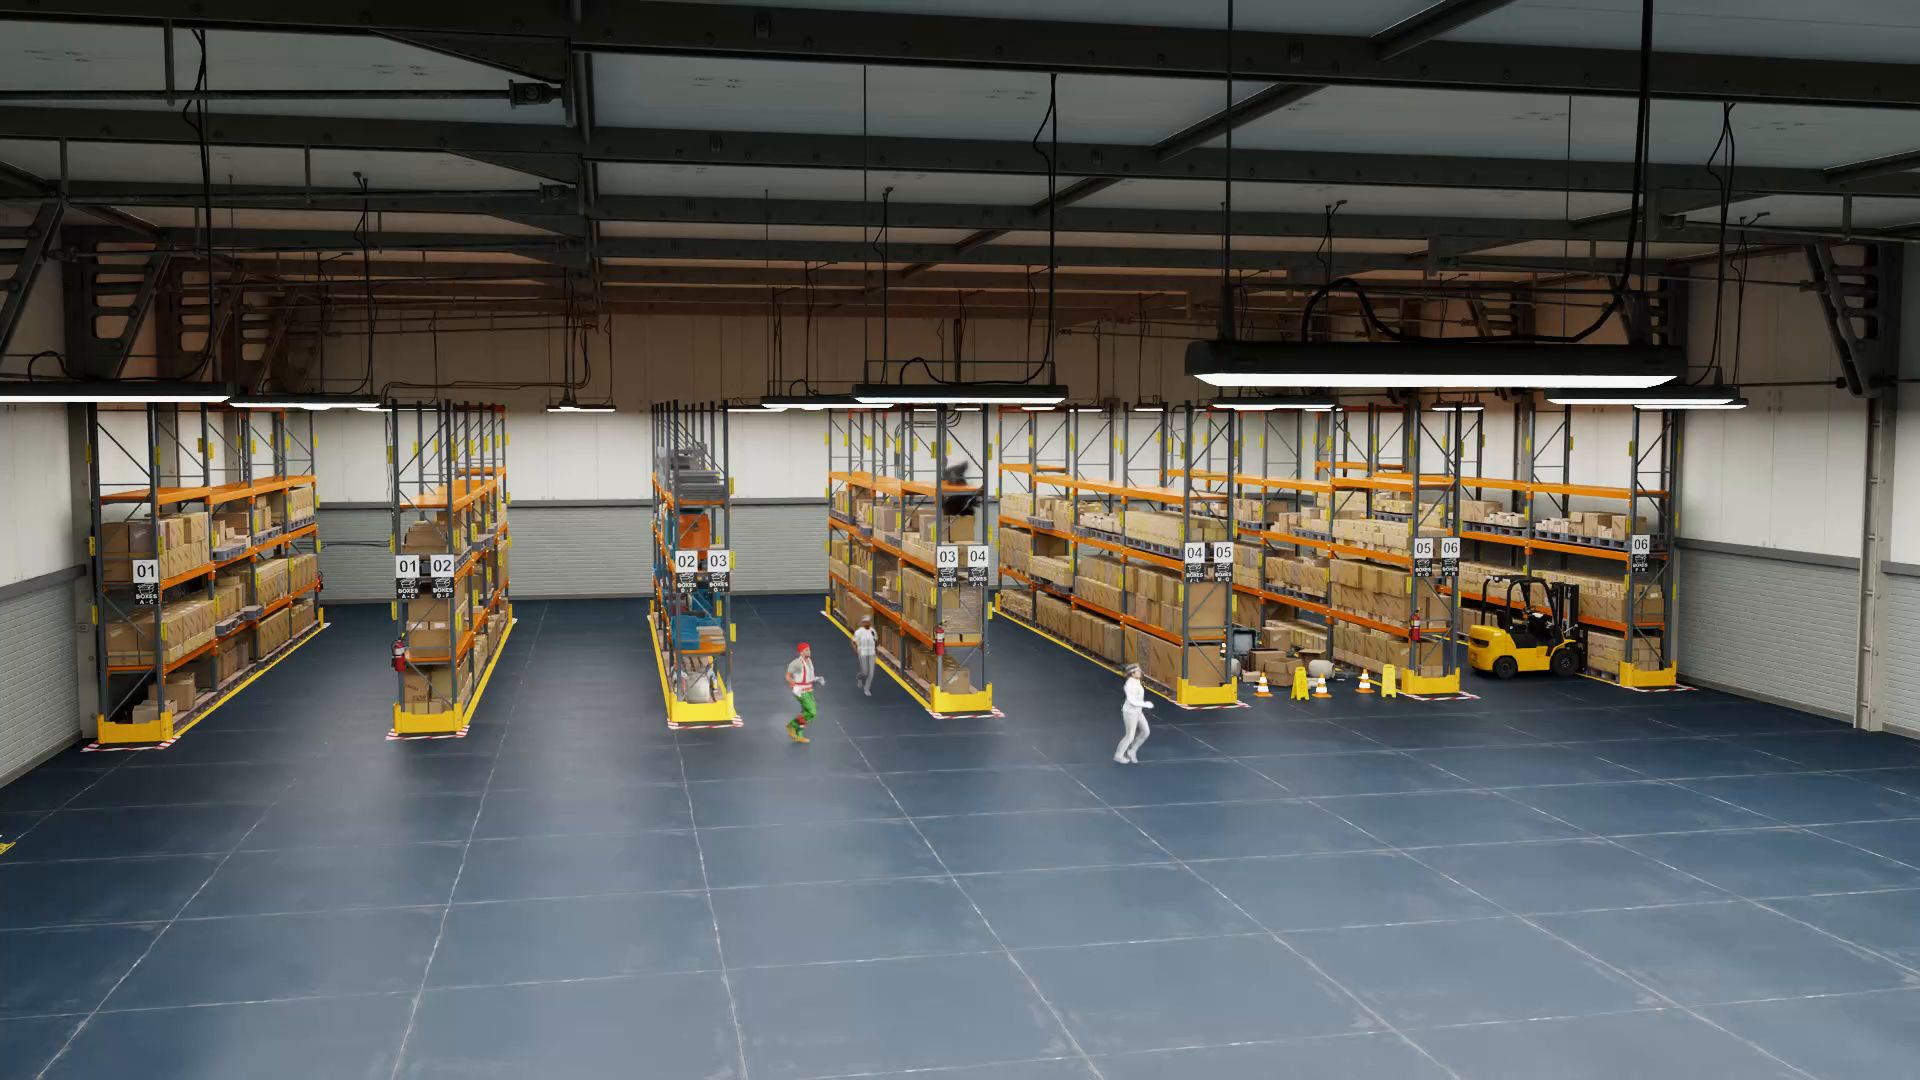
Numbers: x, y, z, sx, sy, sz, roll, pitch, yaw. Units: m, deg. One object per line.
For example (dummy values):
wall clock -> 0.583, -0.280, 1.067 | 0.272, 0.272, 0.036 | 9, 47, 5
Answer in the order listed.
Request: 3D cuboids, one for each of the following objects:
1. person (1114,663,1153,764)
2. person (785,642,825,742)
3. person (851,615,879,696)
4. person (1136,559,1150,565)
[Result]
person -> 2.857, 2.845, 27.189 | 0.664, 1.711, 0.634 | 2, 5, 21
person -> -2.691, 2.659, 29.065 | 0.607, 1.749, 0.637 | 2, 5, 21
person -> -1.918, 2.338, 34.015 | 0.575, 1.654, 0.562 | -2, 5, -19
person -> 5.593, 1.066, 50.977 | 0.989, 1.649, 0.603 | 0, 4, -3
